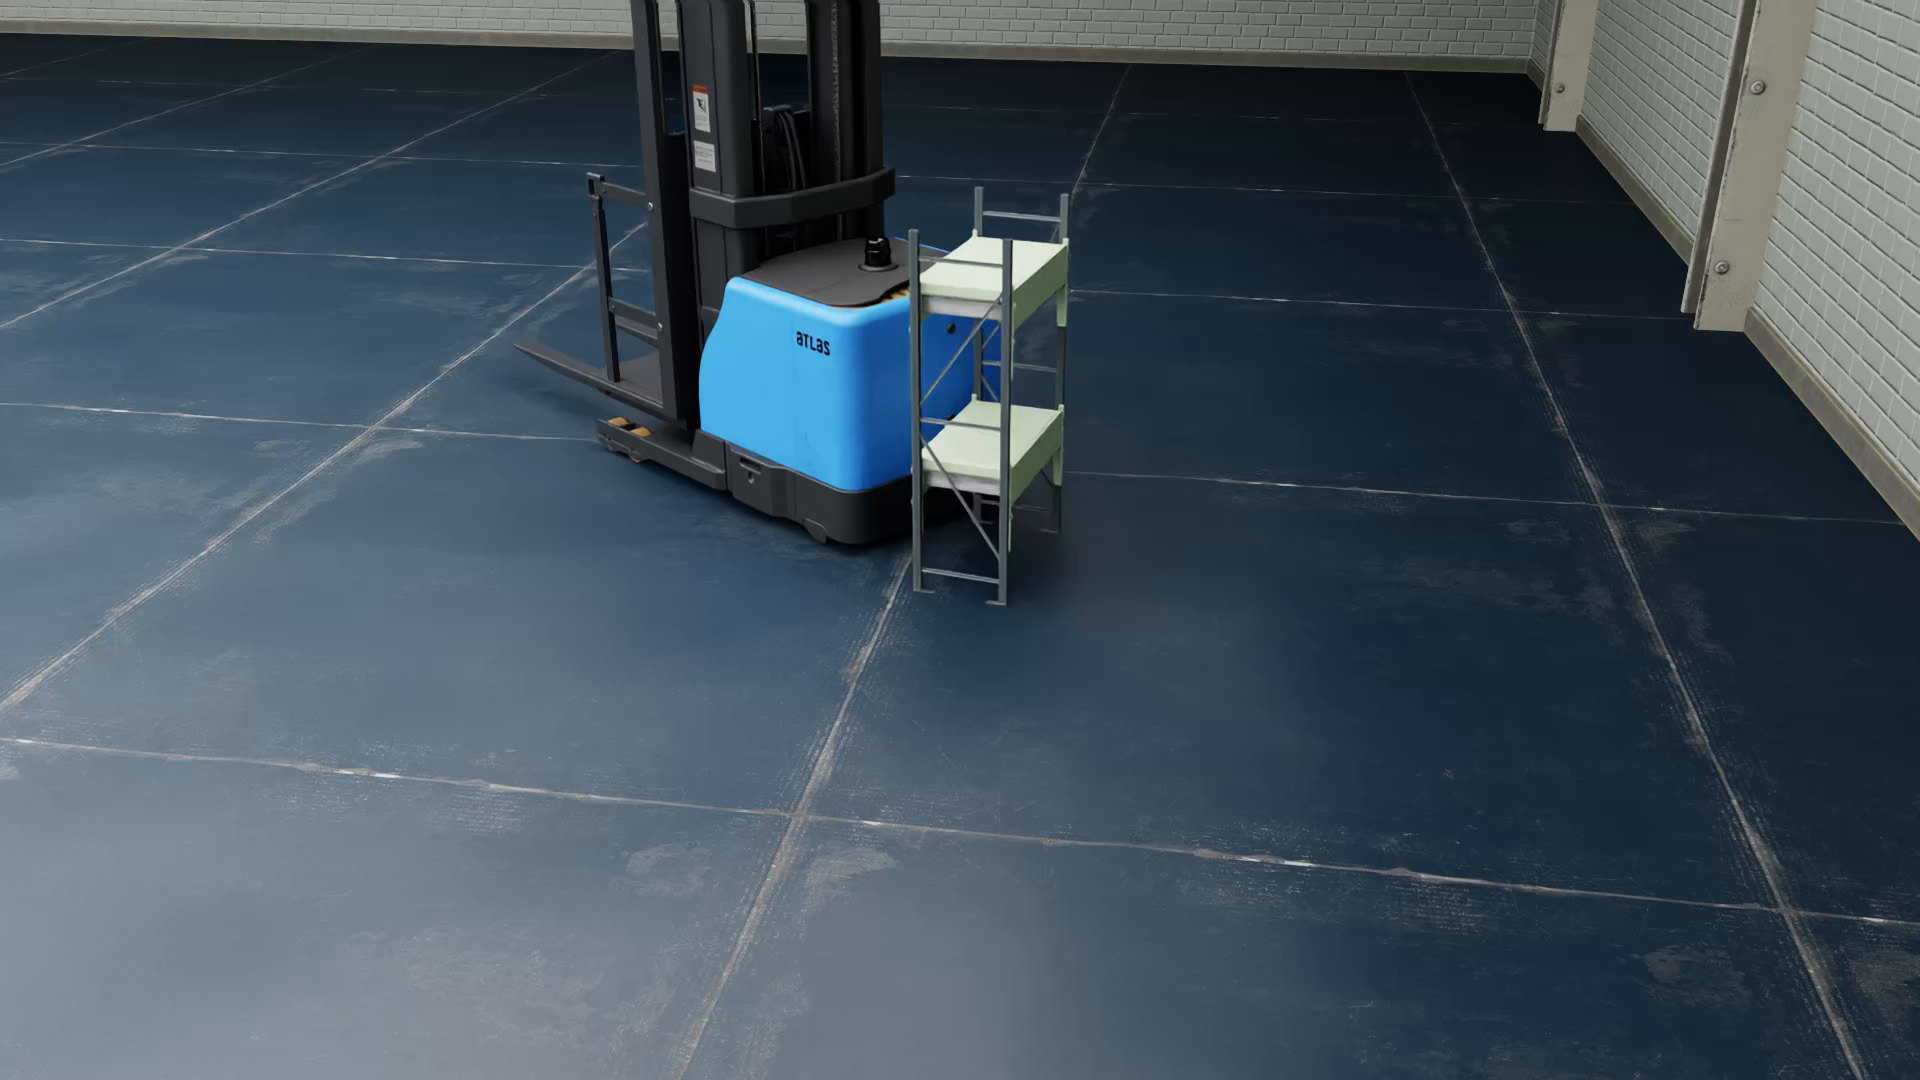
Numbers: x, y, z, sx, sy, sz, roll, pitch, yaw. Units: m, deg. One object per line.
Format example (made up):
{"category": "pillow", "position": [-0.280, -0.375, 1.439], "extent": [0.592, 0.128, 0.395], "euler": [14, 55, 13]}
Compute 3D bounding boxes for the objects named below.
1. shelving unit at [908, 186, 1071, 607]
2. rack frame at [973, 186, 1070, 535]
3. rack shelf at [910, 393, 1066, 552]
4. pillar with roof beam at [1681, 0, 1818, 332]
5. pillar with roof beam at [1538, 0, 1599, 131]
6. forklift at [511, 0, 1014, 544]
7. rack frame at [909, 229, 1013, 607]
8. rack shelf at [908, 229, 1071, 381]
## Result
{"category": "shelving unit", "position": [0.127, -0.589, 6.738], "extent": [0.431, 1.500, 0.755], "euler": [9, 26, 18]}
{"category": "rack frame", "position": [0.252, -0.734, 7.050], "extent": [0.400, 1.500, 0.023], "euler": [9, 26, 18]}
{"category": "rack shelf", "position": [0.127, -0.293, 6.877], "extent": [0.431, 0.370, 0.720], "euler": [9, 26, 18]}
{"category": "pillar with roof beam", "position": [0.333, -5.706, 8.825], "extent": [9.100, 9.000, 0.400], "euler": [4, 25, 9]}
{"category": "pillar with roof beam", "position": [1.314, -8.215, 14.186], "extent": [9.100, 9.000, 0.400], "euler": [4, 25, 9]}
{"category": "forklift", "position": [-1.135, -1.839, 7.721], "extent": [1.130, 2.935, 3.031], "euler": [-23, 33, -39]}
{"category": "rack frame", "position": [0.002, -0.443, 6.427], "extent": [0.400, 1.500, 0.023], "euler": [9, 26, 18]}
{"category": "rack shelf", "position": [0.127, -0.942, 6.573], "extent": [0.431, 0.370, 0.720], "euler": [9, 26, 18]}
